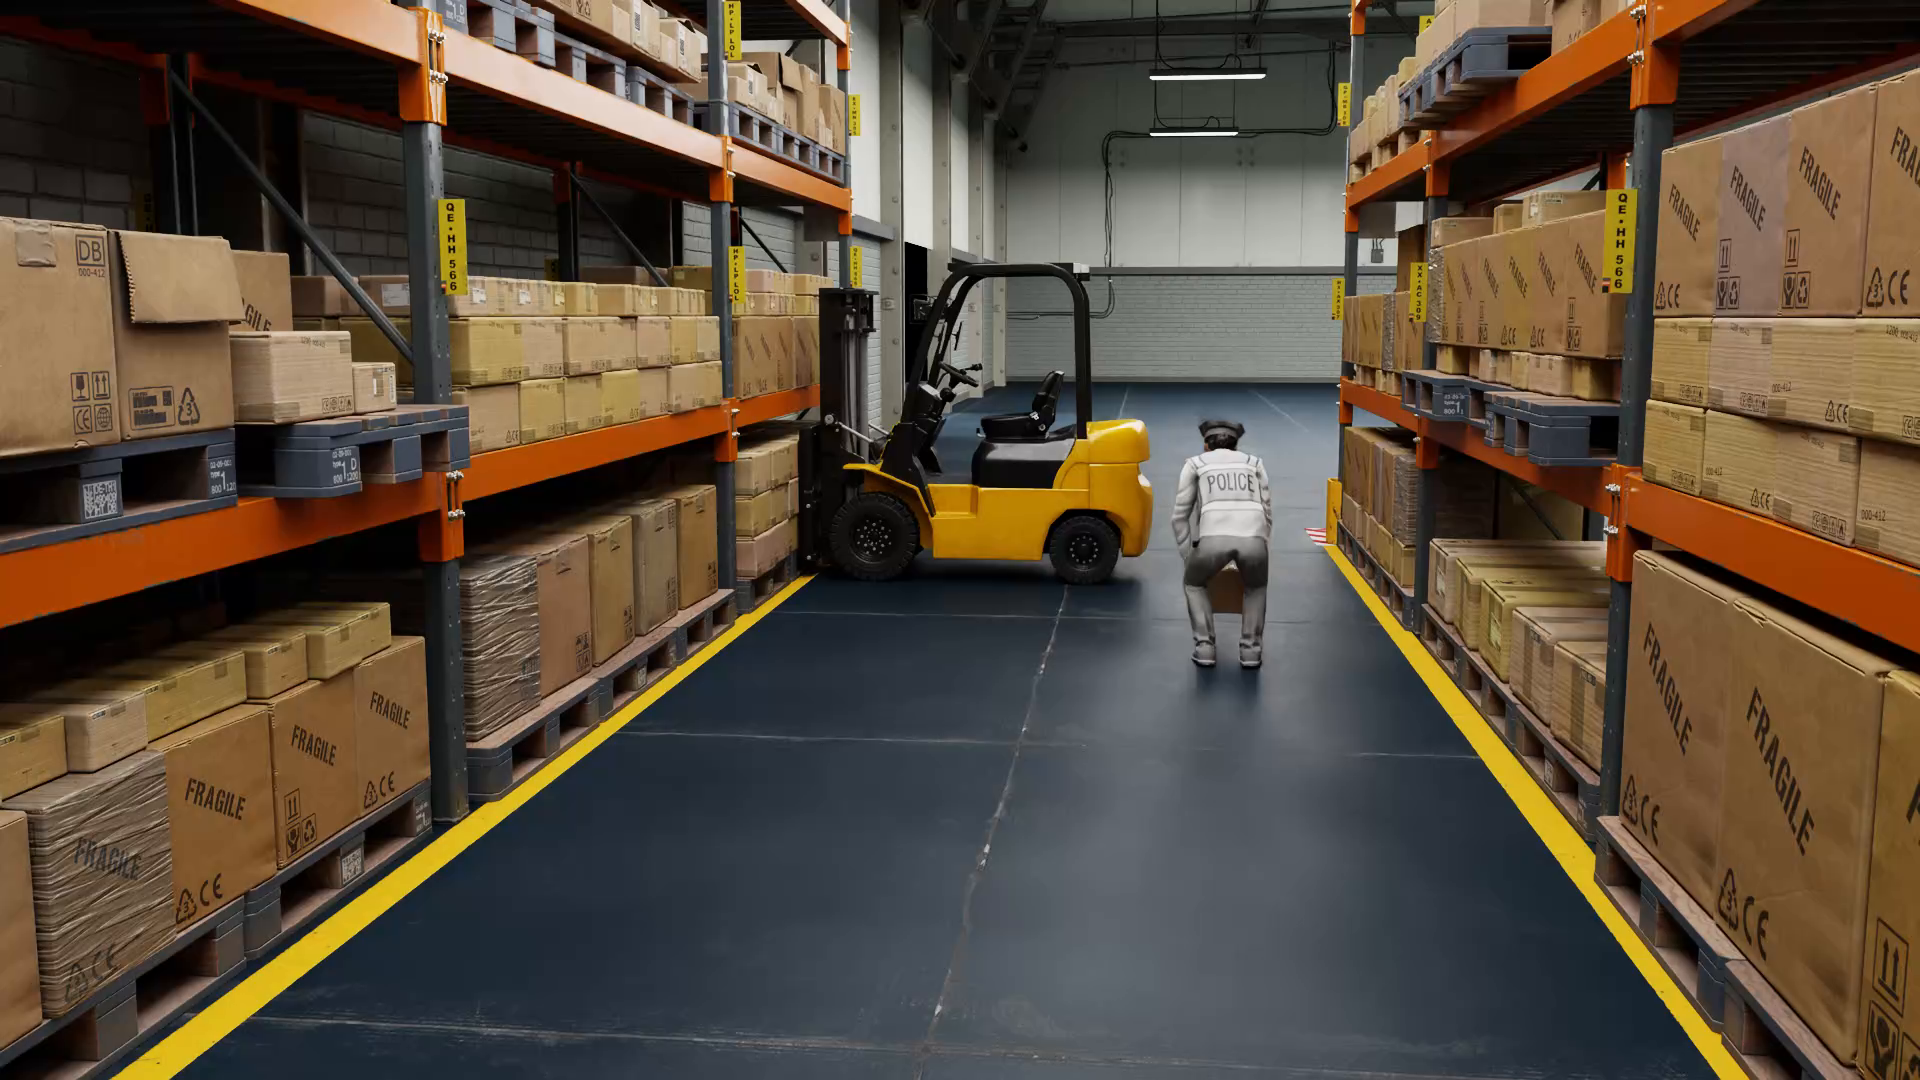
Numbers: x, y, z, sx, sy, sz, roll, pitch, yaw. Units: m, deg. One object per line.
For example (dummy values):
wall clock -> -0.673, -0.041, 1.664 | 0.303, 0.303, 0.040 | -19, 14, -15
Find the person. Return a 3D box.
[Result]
person -> 1.375, 0.012, 8.717 | 0.532, 1.267, 0.761 | 1, 8, 6
